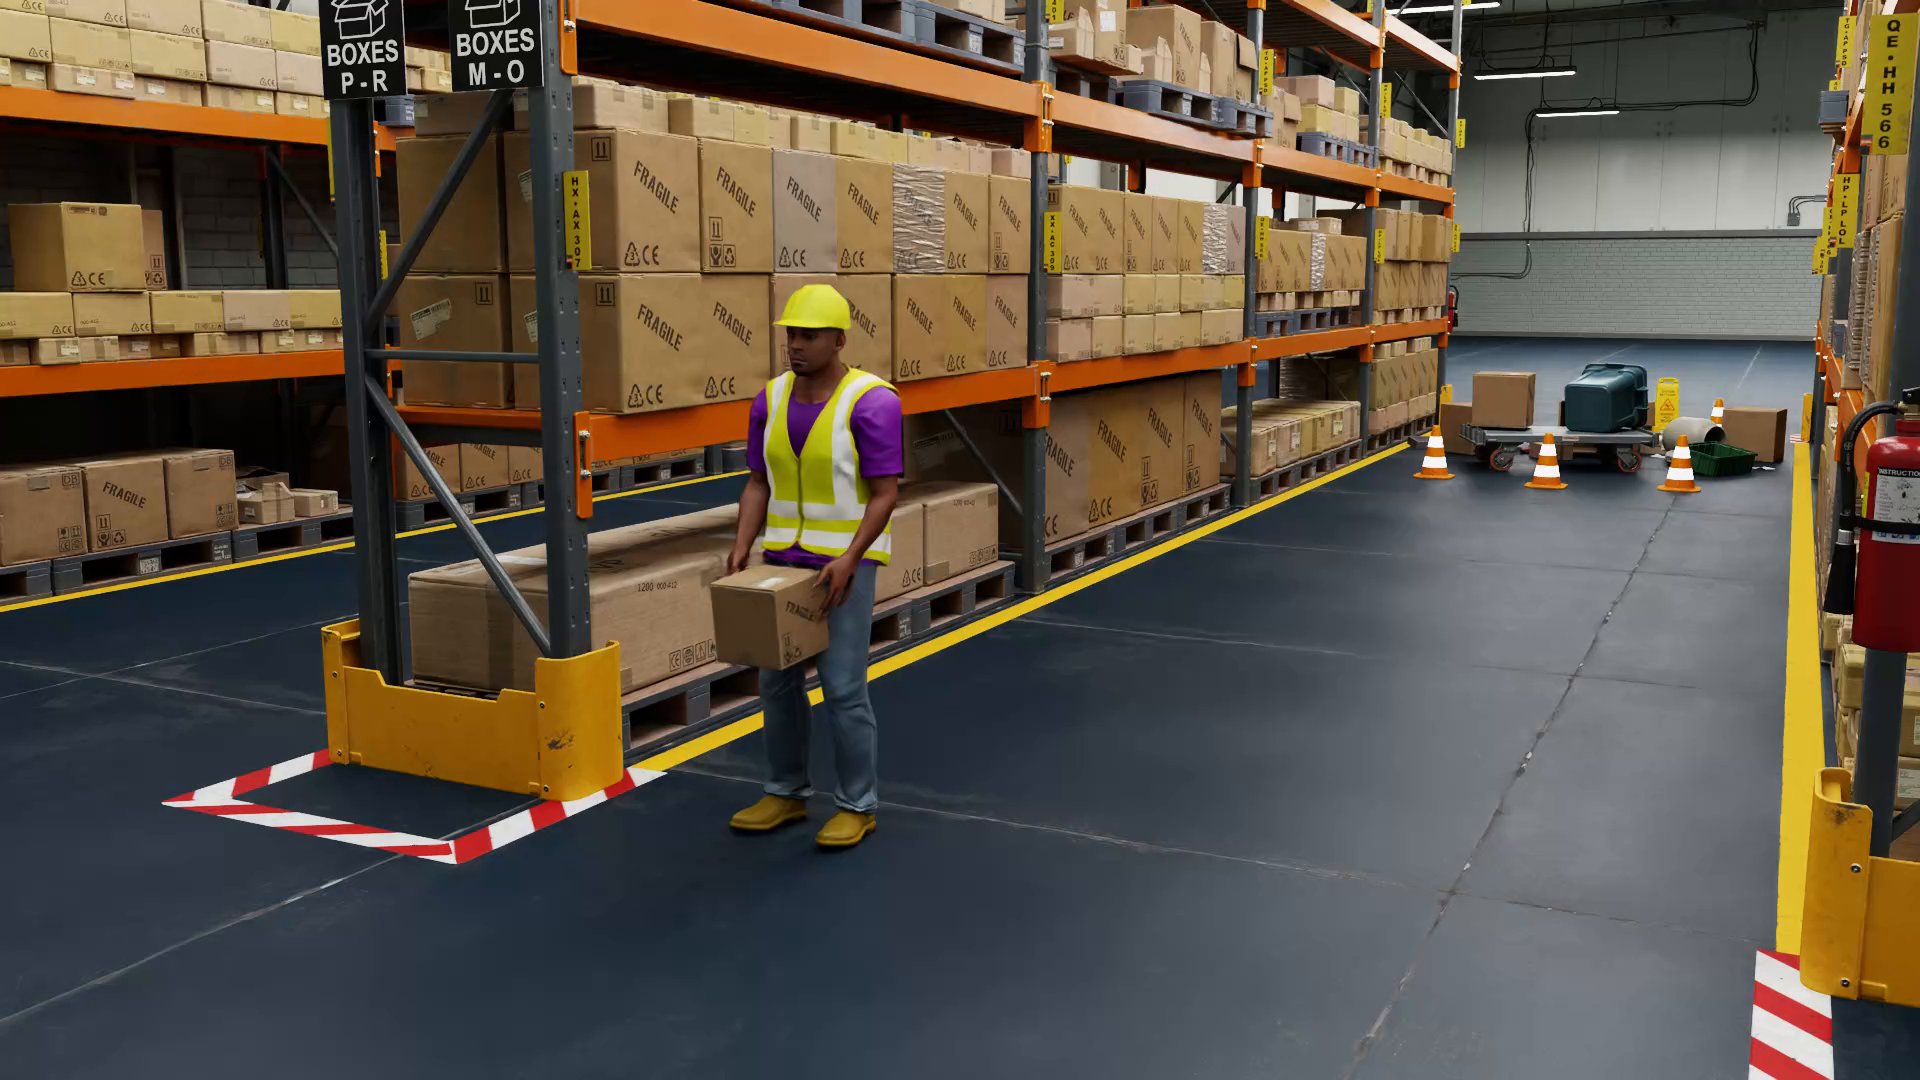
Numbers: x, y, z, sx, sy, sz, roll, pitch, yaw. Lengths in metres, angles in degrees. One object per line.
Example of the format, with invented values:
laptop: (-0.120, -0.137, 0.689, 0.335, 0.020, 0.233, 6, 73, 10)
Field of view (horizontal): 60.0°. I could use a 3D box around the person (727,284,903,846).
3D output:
person: (-0.460, 0.079, 5.288, 0.575, 1.767, 0.451, 5, 10, 31)
